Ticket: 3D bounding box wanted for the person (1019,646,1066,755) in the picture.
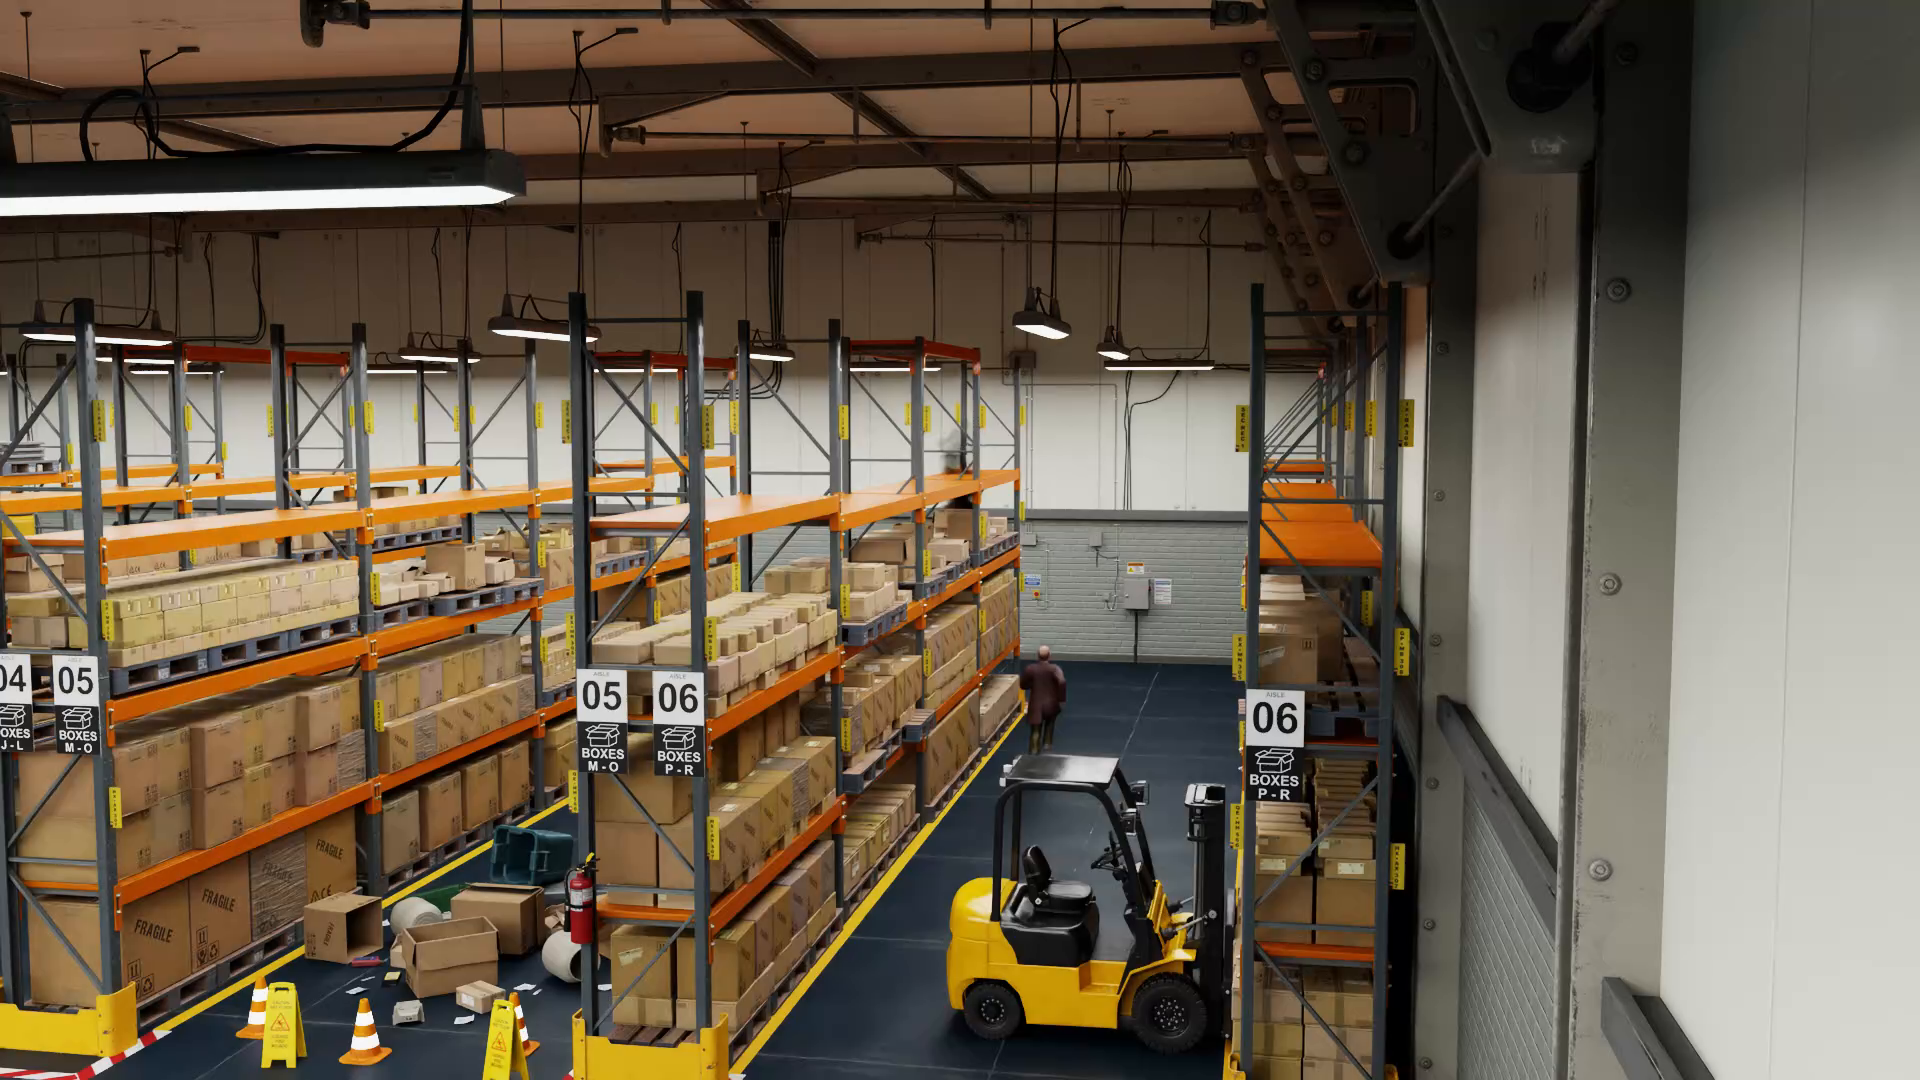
[{"bbox_3d":[1.164,2.353,23.363,0.704,1.731,1.049,1,5,11],"label":"person"}]
